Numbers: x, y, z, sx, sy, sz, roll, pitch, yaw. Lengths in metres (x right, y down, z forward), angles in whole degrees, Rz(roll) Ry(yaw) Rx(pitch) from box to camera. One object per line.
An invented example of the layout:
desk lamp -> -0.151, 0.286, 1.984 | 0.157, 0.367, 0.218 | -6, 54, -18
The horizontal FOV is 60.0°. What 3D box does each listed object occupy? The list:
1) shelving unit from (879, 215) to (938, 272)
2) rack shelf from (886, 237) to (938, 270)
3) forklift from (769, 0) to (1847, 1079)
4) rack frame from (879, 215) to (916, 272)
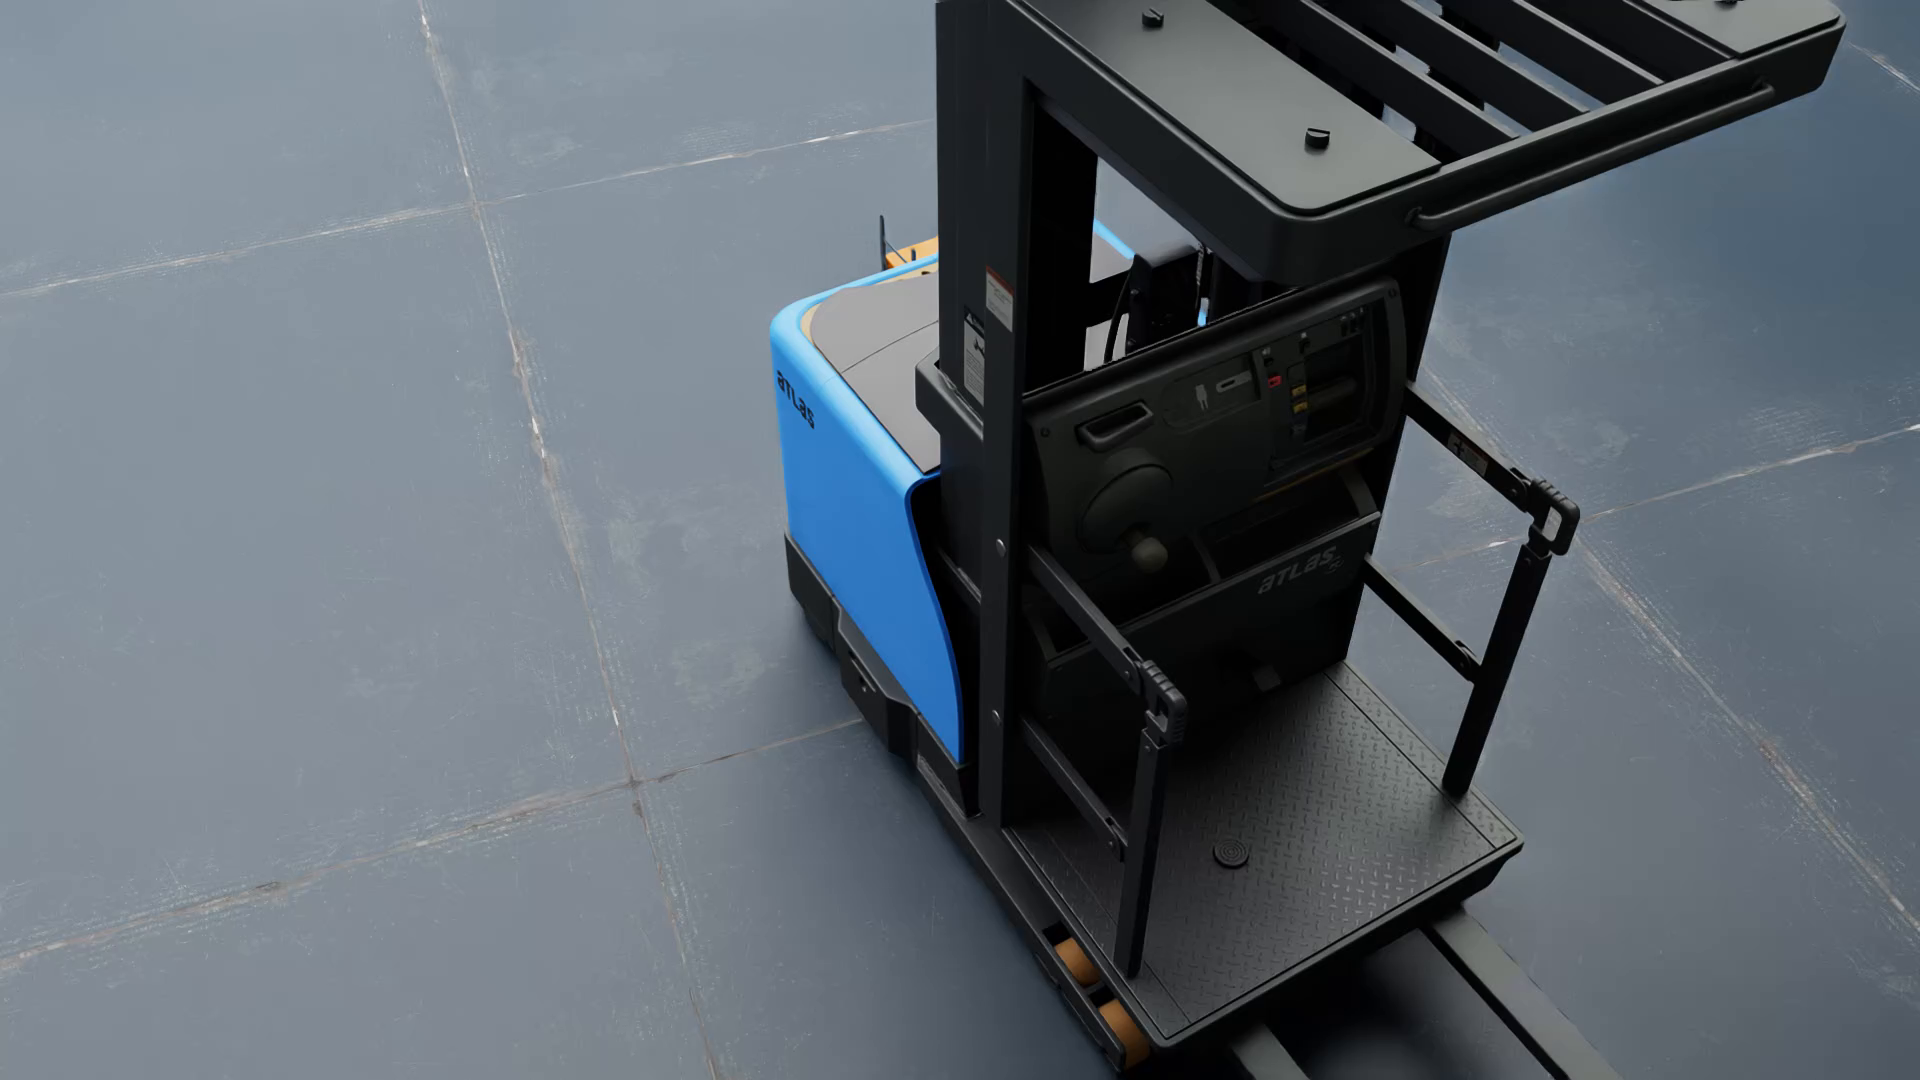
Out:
shelving unit -> -0.069, -0.527, 5.034 | 0.252, 1.050, 0.215 | -23, 49, -21
rack shelf -> -0.069, -0.720, 4.841 | 0.240, 0.259, 0.215 | -23, 49, -21
forklift -> 0.667, -0.151, 3.331 | 1.130, 2.935, 3.031 | -23, 49, -21
rack frame -> -0.174, -0.483, 4.990 | 0.008, 1.050, 0.200 | -23, 49, -21
